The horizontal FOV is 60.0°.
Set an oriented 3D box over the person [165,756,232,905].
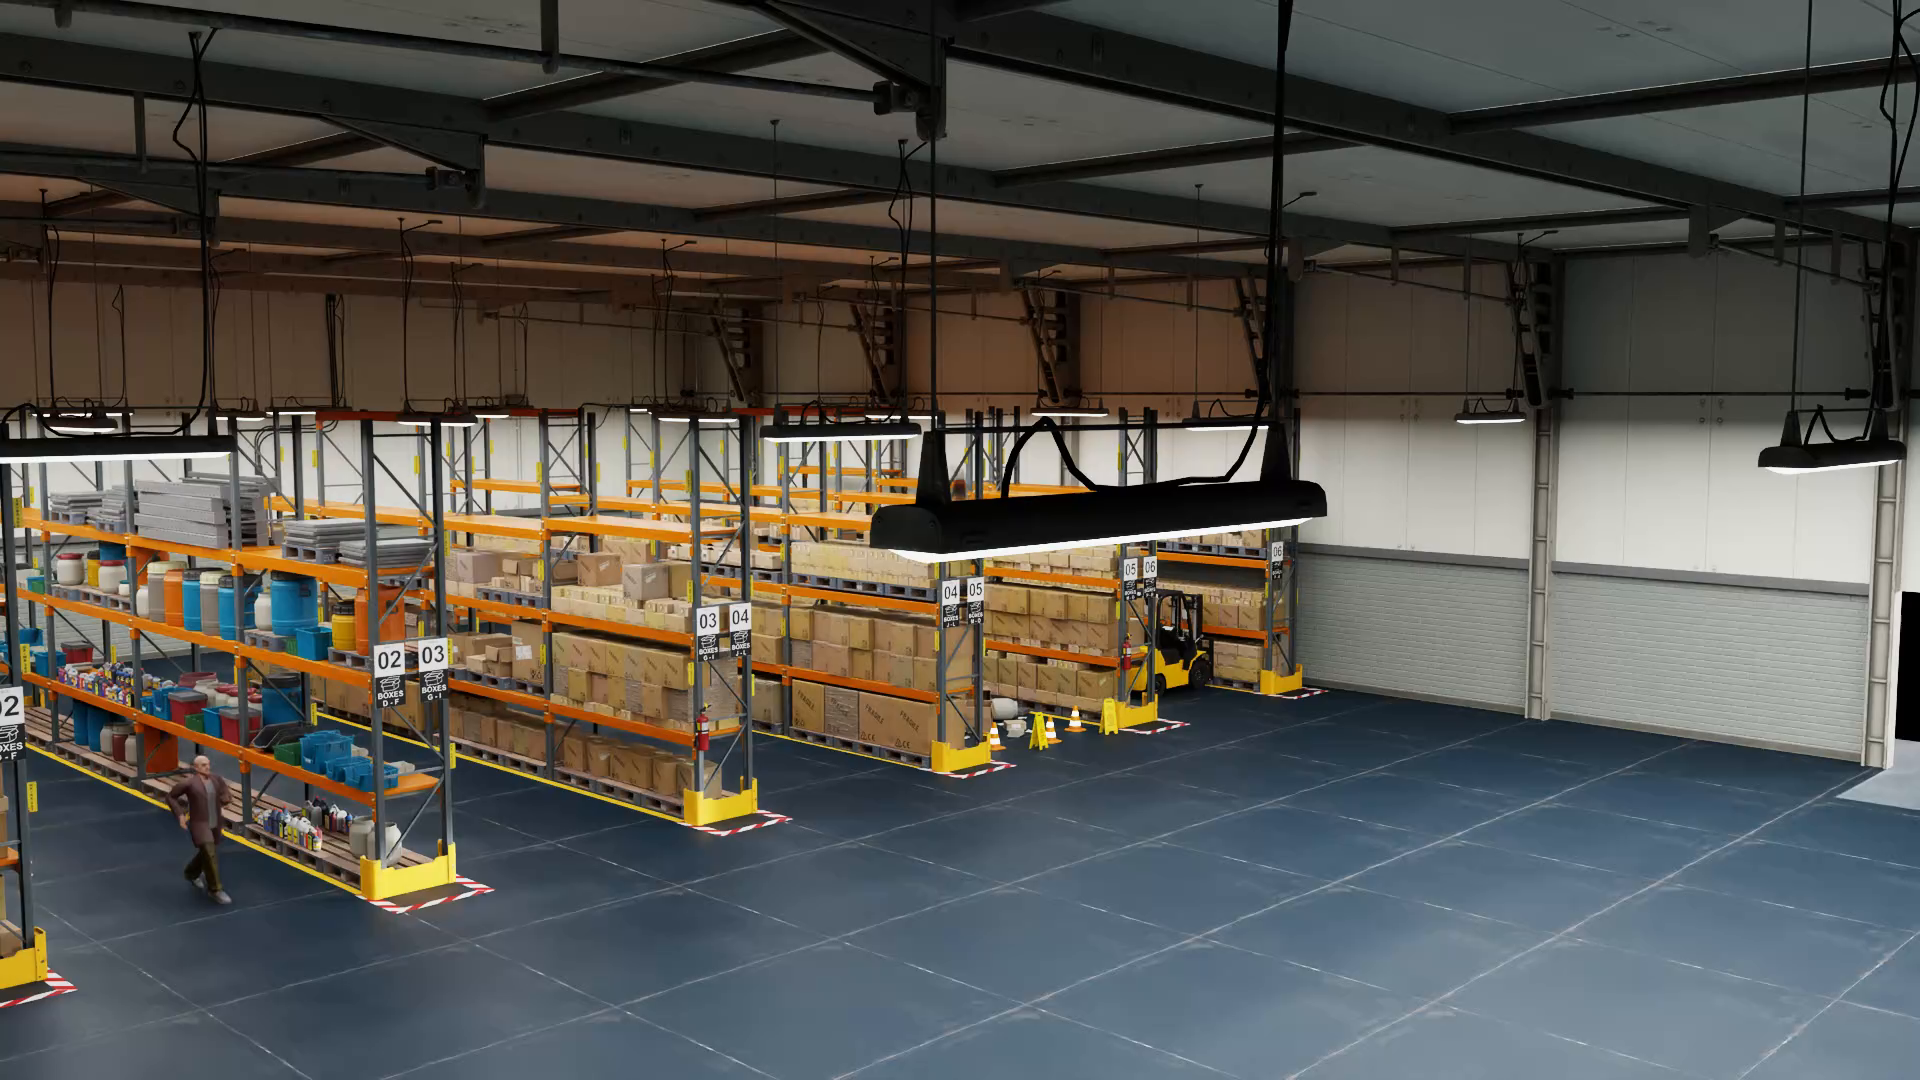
[{"bbox_3d":[-9.428,3.580,20.758,1.012,1.799,0.692,3,6,26],"label":"person"}]
